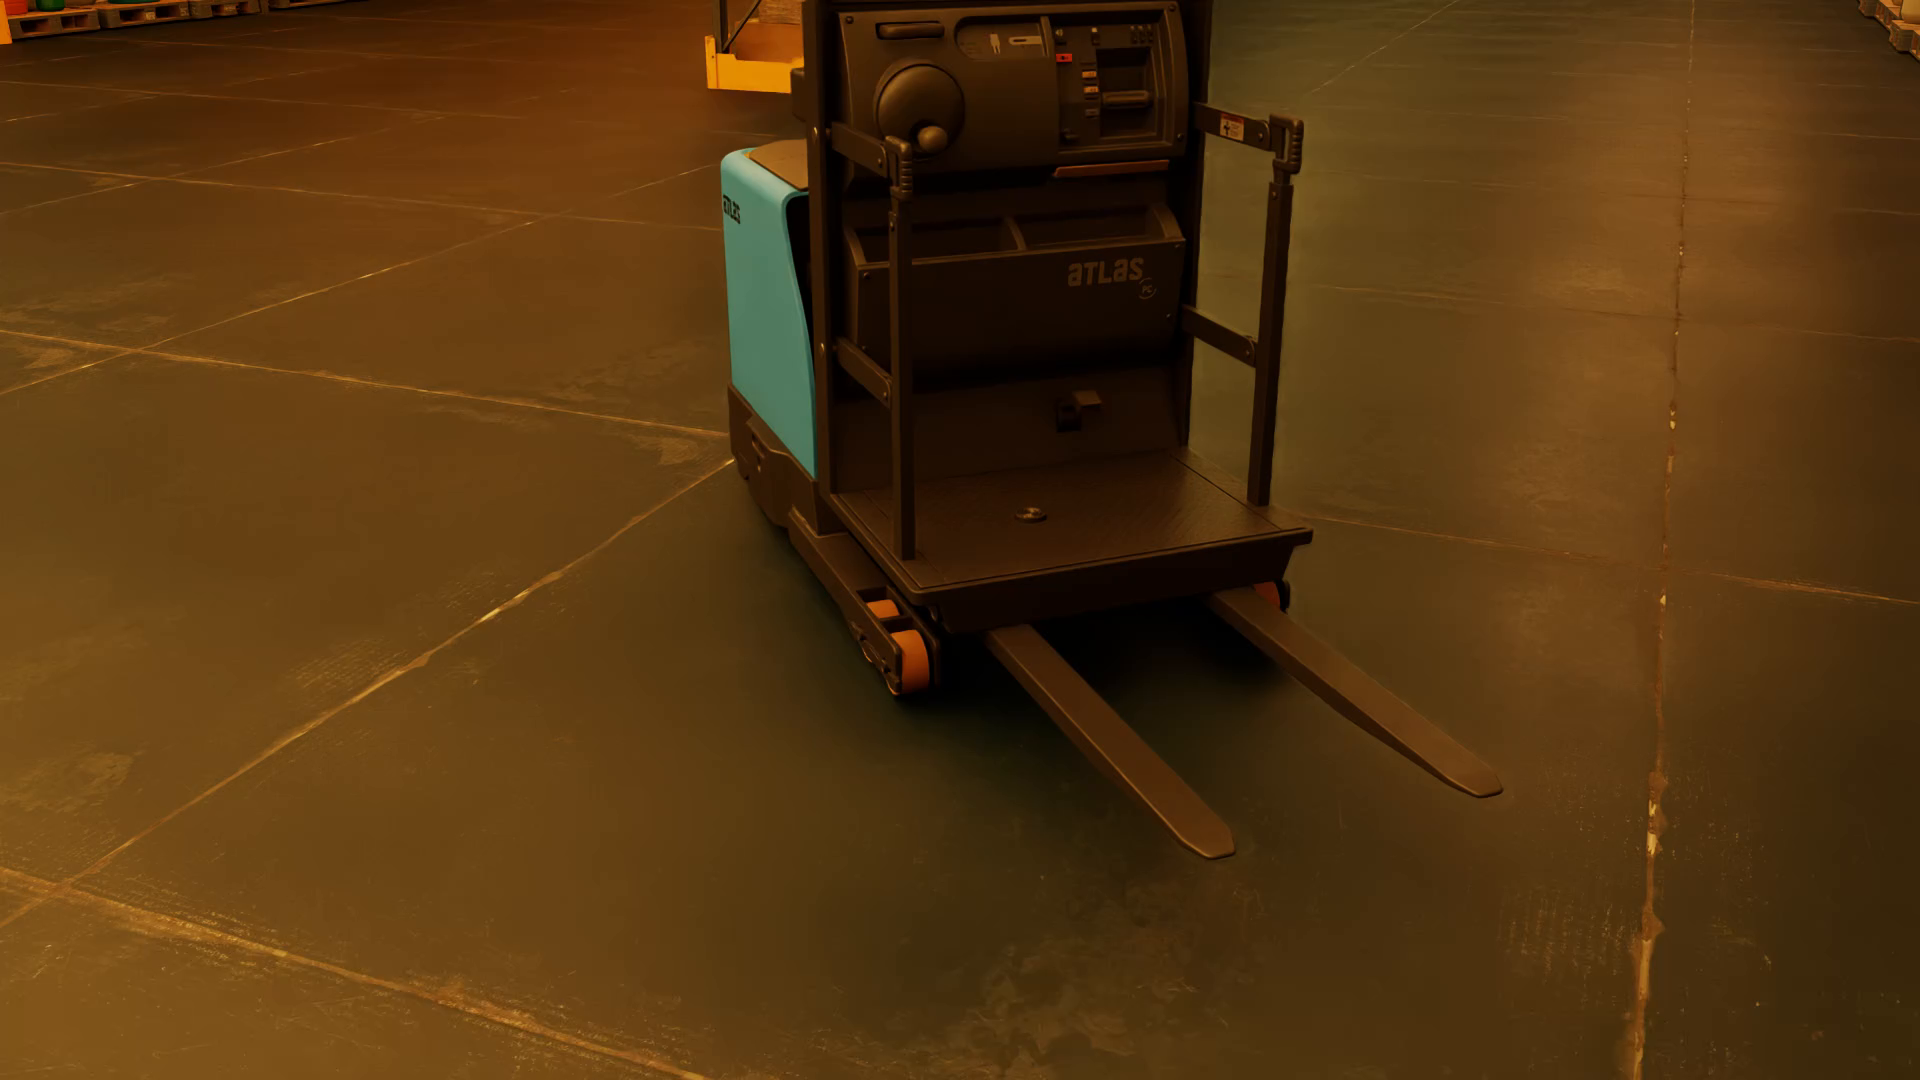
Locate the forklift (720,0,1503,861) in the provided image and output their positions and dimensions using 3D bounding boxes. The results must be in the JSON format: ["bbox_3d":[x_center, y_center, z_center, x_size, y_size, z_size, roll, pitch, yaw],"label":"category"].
[{"bbox_3d":[0.229,-1.144,4.030,1.130,2.935,3.031,-8,24,-19],"label":"forklift"}]
